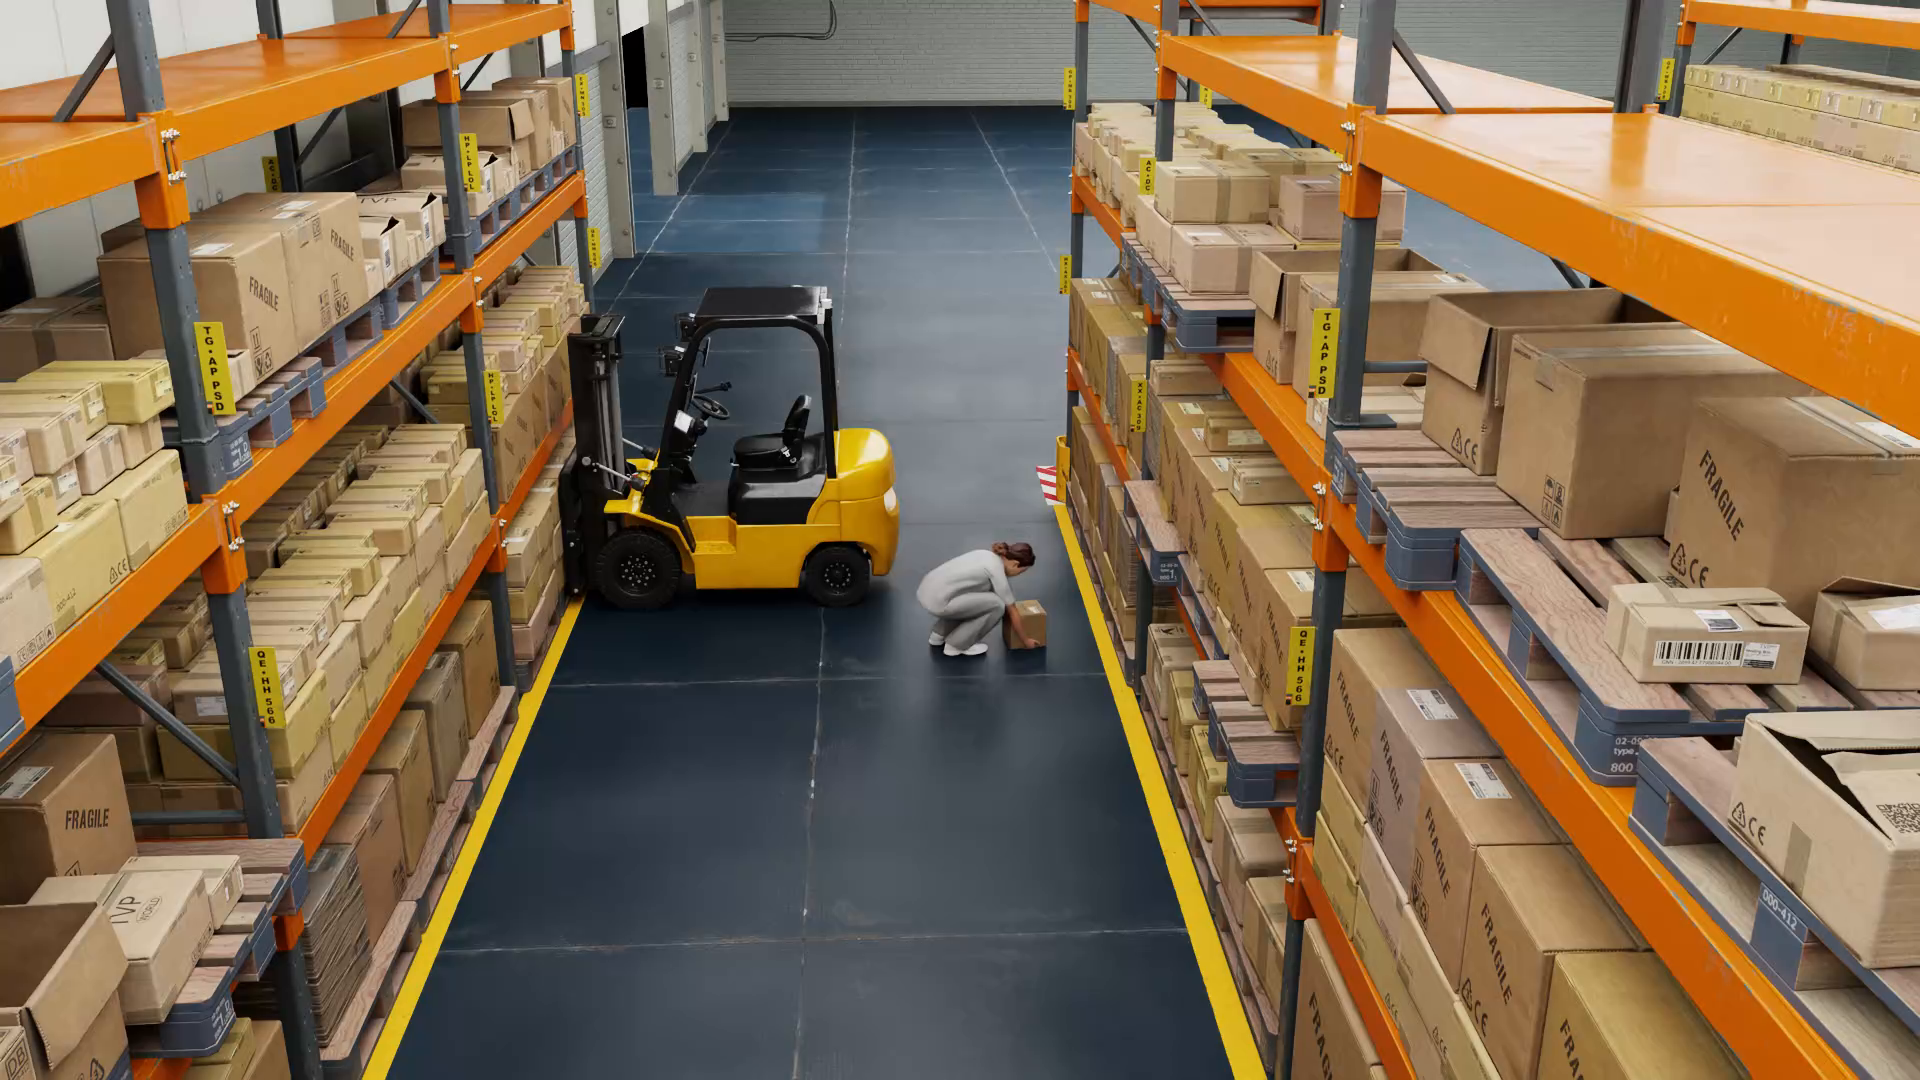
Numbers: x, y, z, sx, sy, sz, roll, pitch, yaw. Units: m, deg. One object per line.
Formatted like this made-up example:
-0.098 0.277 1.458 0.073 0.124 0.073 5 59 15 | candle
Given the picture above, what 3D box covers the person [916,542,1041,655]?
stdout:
0.120 0.422 11.412 0.849 0.797 0.469 -6 21 -15 | person
